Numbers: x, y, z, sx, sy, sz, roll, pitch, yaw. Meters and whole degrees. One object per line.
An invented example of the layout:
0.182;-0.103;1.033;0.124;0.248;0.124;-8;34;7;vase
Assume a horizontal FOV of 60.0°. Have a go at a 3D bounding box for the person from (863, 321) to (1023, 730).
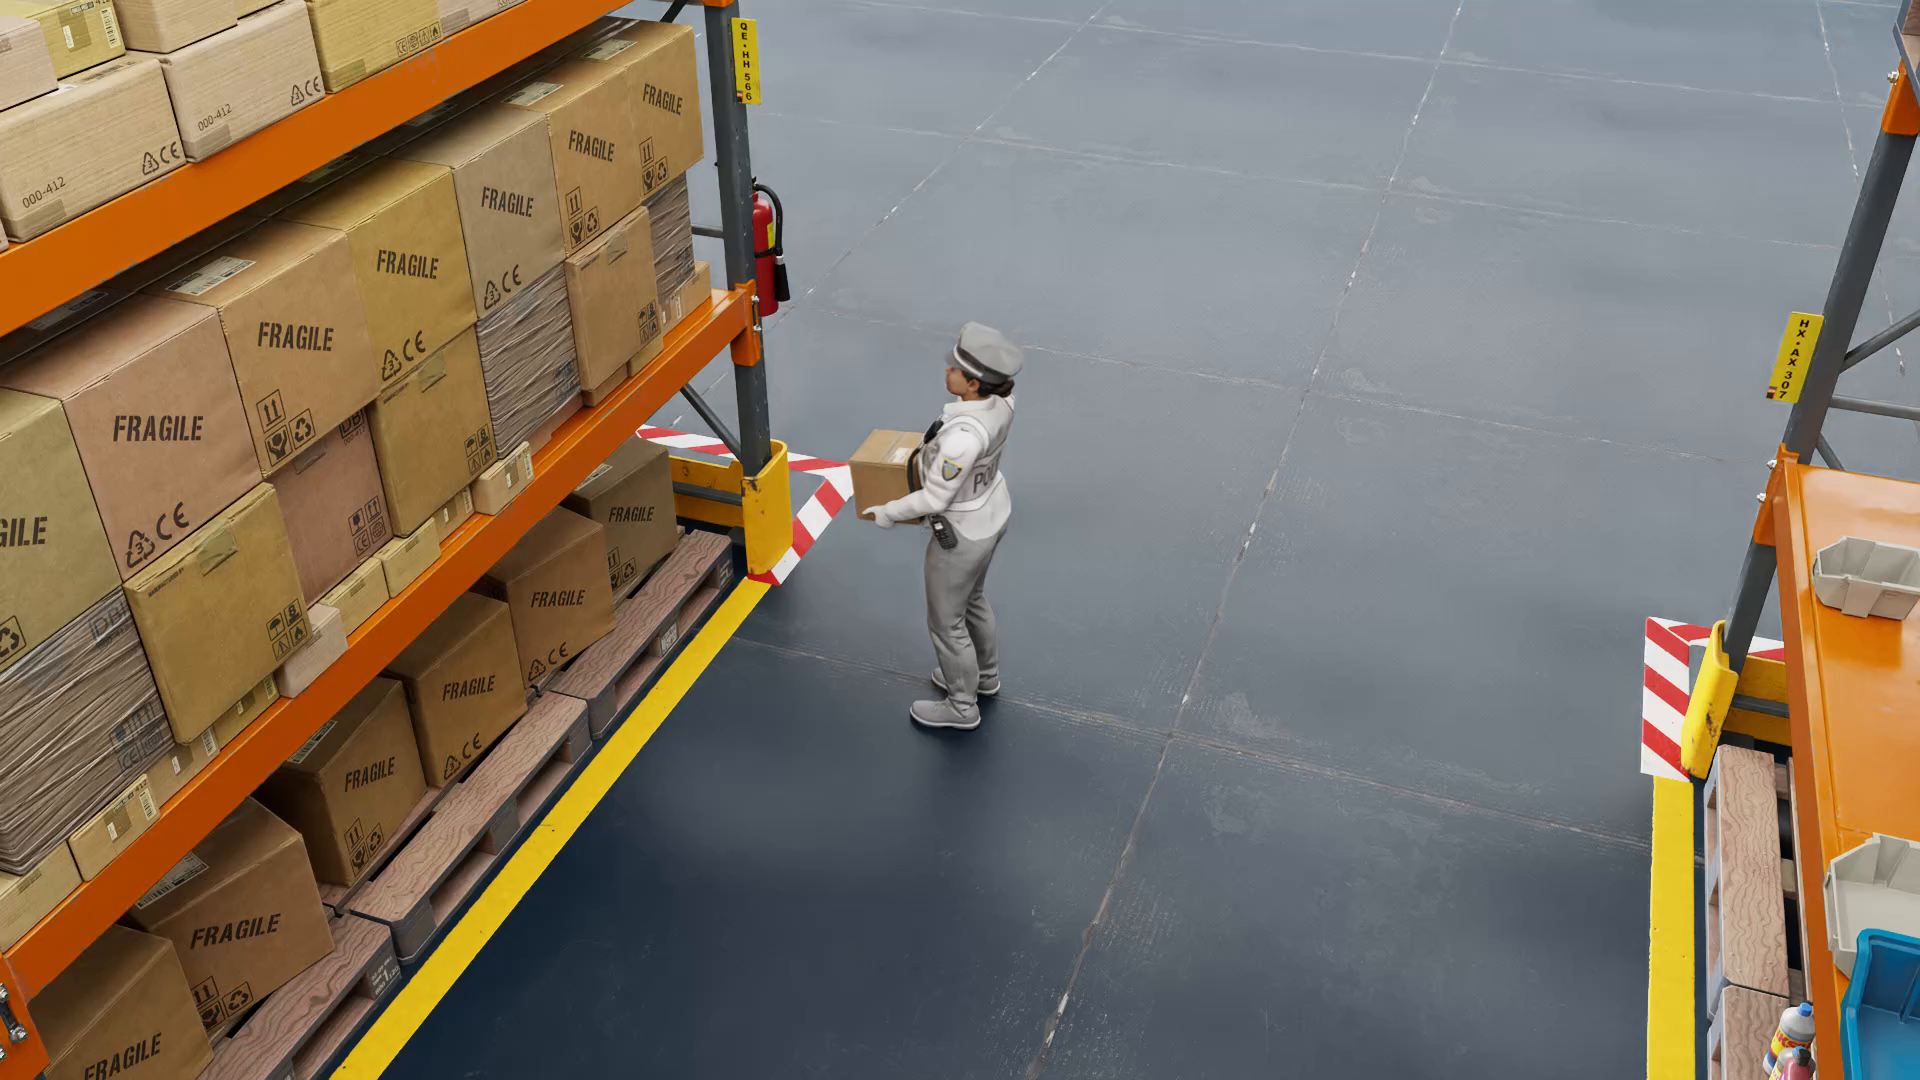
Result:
-0.050;-0.056;6.201;0.563;1.686;0.460;11;35;17;person
